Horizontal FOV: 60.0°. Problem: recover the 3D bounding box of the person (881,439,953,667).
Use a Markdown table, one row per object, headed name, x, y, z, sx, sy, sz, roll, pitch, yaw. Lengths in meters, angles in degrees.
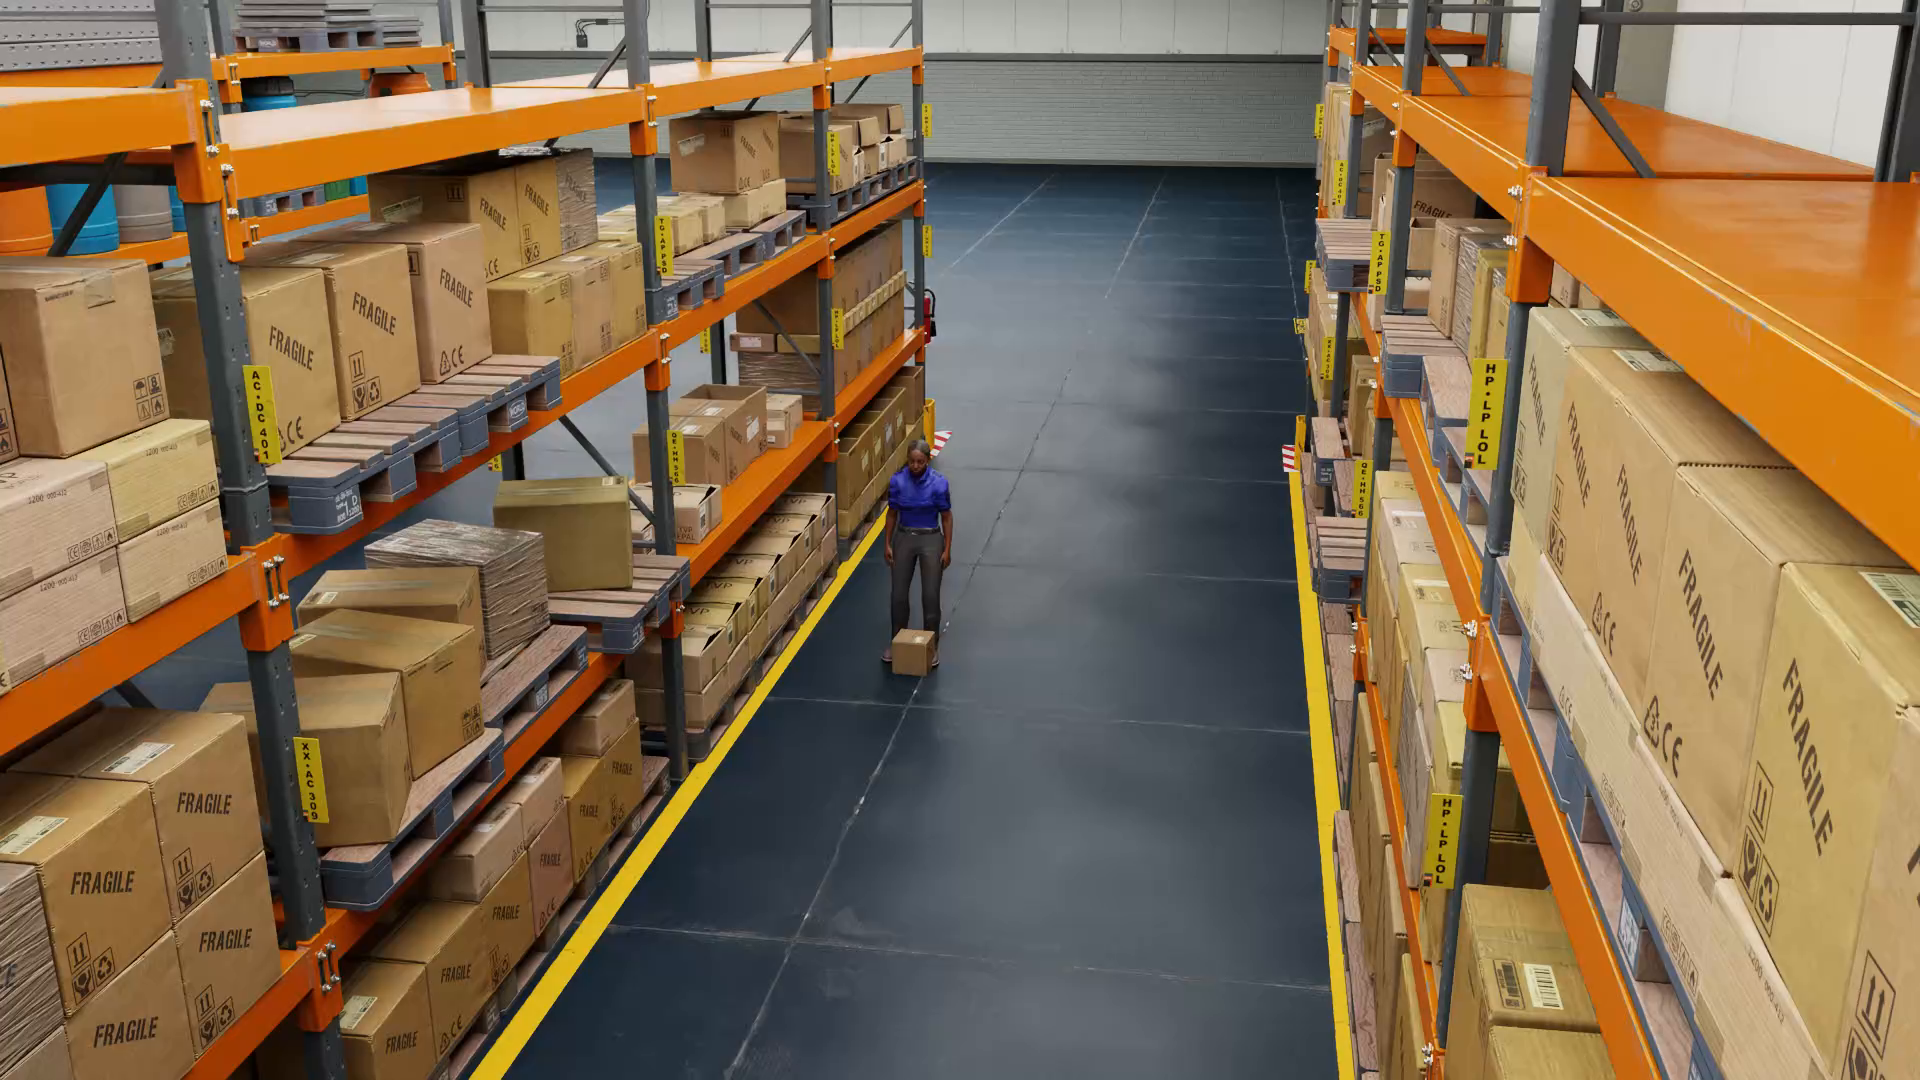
| name | x | y | z | sx | sy | sz | roll | pitch | yaw |
| --- | --- | --- | --- | --- | --- | --- | --- | --- | --- |
| person | -0.309 | 0.070 | 11.847 | 0.503 | 1.654 | 0.398 | 3 | 18 | 9 |
